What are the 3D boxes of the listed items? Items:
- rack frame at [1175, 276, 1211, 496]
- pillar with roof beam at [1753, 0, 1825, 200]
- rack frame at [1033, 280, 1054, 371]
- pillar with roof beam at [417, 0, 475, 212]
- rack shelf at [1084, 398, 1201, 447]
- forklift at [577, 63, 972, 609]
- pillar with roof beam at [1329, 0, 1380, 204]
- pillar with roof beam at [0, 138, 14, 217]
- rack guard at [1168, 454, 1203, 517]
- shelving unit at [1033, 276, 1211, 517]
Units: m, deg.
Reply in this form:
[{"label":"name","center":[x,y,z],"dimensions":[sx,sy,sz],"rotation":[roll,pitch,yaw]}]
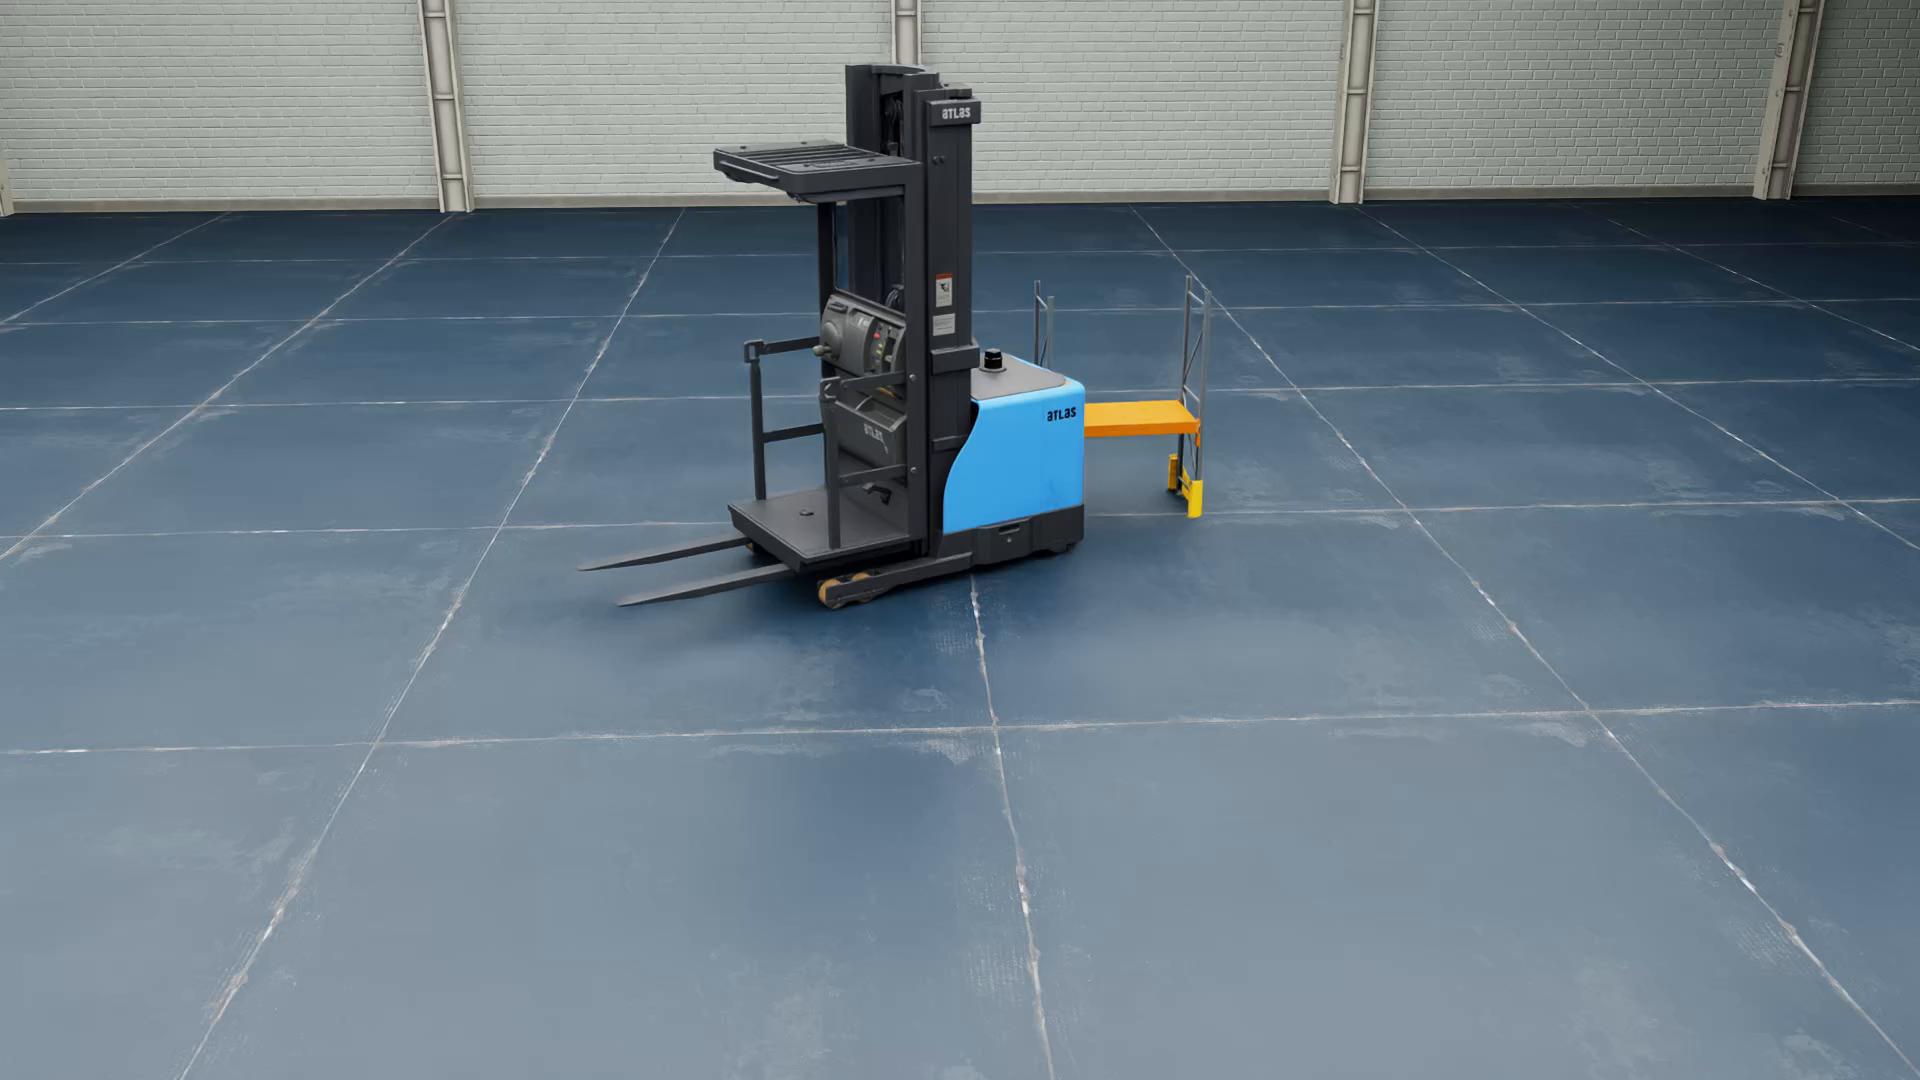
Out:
[{"label":"rack frame","center":[1.542,-0.957,11.028],"dimensions":[0.032,1.500,0.500],"rotation":[-3,21,-7]},{"label":"pillar with roof beam","center":[11.523,-7.438,17.511],"dimensions":[0.400,9.000,9.100],"rotation":[-1,21,-3]},{"label":"rack frame","center":[0.536,-0.907,10.895],"dimensions":[0.032,1.500,0.500],"rotation":[-3,21,-7]},{"label":"pillar with roof beam","center":[-6.448,-7.073,16.551],"dimensions":[0.400,9.000,9.100],"rotation":[-1,21,-3]},{"label":"rack shelf","center":[1.039,-0.764,11.025],"dimensions":[1.000,0.185,0.538],"rotation":[-3,21,-7]},{"label":"forklift","center":[-0.749,-1.188,9.623],"dimensions":[3.031,2.935,1.121],"rotation":[-12,24,-29]},{"label":"pillar with roof beam","center":[5.533,-7.317,17.191],"dimensions":[0.400,9.000,9.100],"rotation":[-1,21,-3]},{"label":"pillar with roof beam","center":[-12.438,-6.951,16.231],"dimensions":[0.400,9.000,9.100],"rotation":[-1,21,-3]},{"label":"rack guard","center":[1.523,-0.372,11.247],"dimensions":[0.087,0.250,0.587],"rotation":[-3,21,-7]},{"label":"shelving unit","center":[1.030,-0.932,10.960],"dimensions":[1.083,1.500,0.587],"rotation":[-3,21,-7]}]
